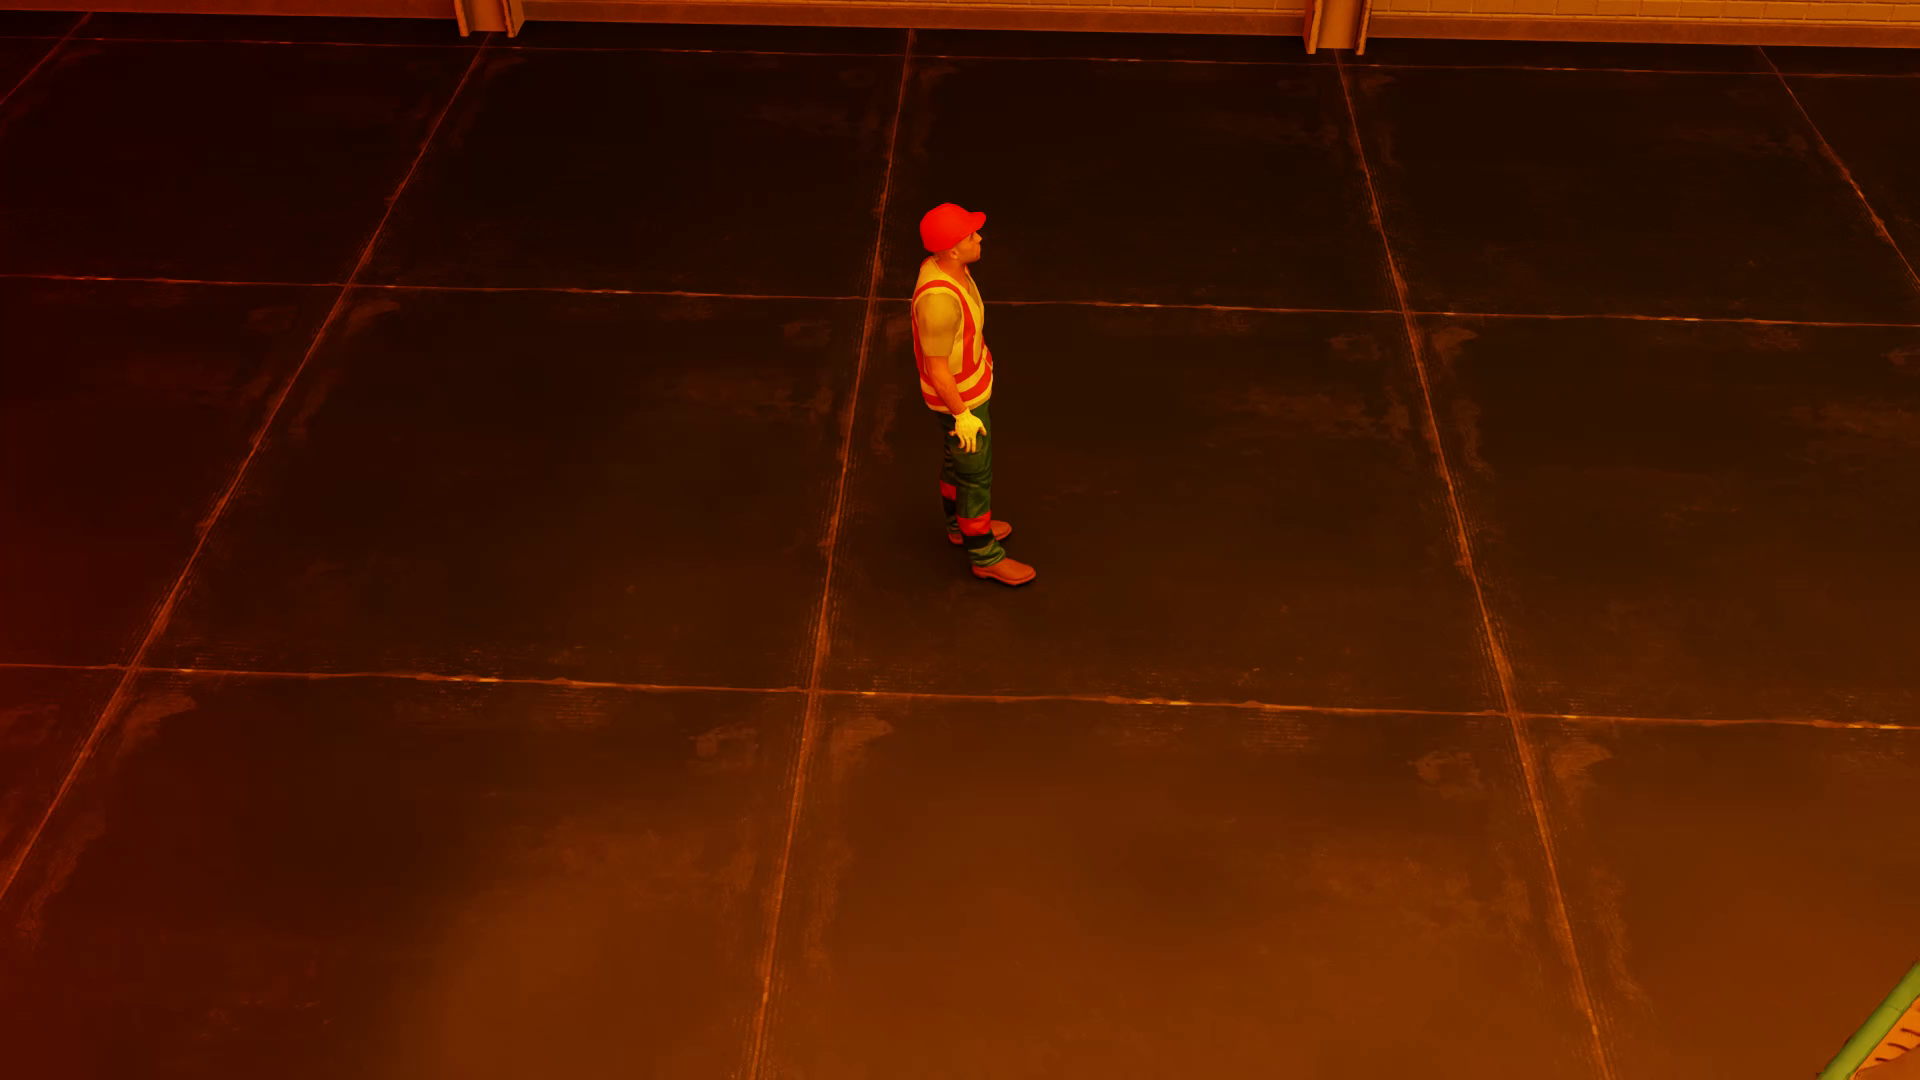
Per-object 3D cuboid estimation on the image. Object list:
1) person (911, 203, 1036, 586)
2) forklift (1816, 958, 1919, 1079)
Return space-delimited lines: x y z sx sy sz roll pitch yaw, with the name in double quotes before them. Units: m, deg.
"person" 0.079 -0.655 7.296 0.564 1.787 0.637 2 42 2
"forklift" 3.674 1.820 3.749 1.130 2.935 3.031 -30 50 -29
